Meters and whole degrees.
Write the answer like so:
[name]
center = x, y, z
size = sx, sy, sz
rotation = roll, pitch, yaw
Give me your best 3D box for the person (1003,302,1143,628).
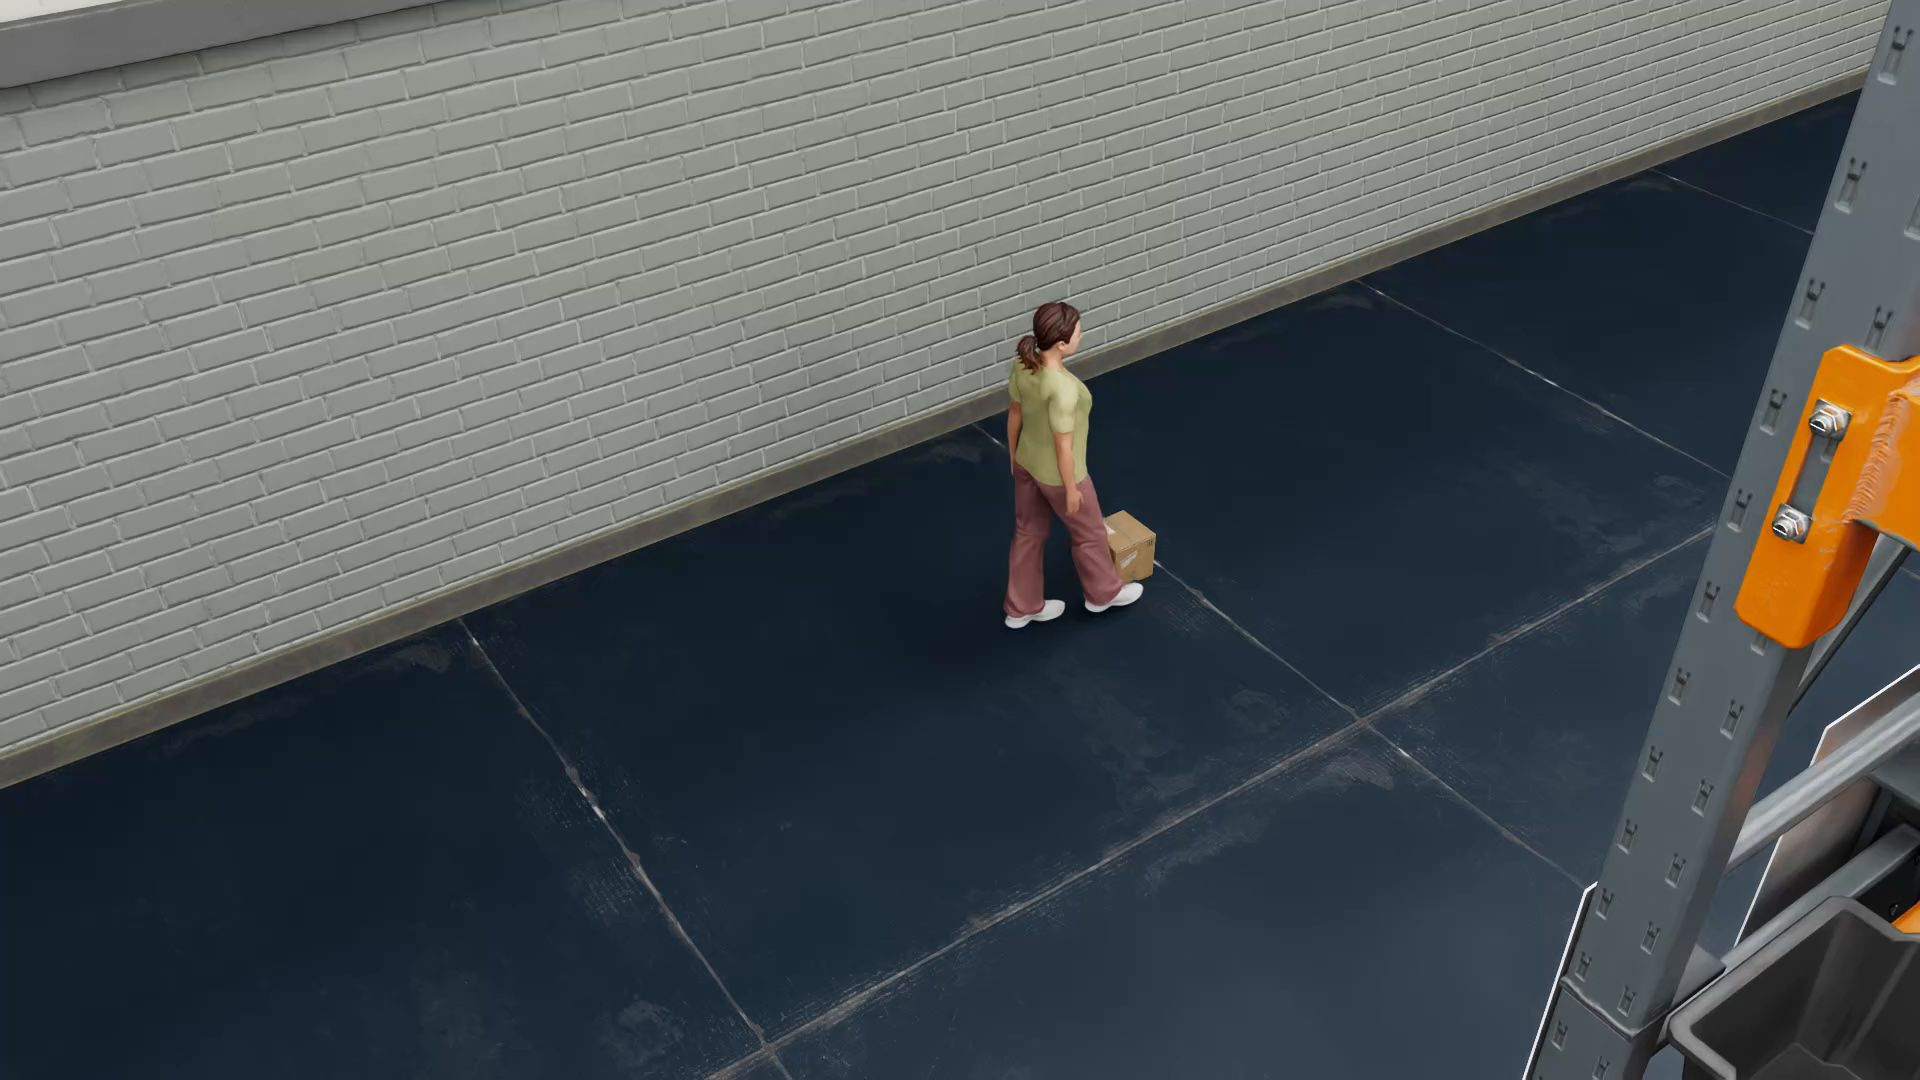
[person]
center = 0.518, -0.354, 7.466
size = 0.686, 1.667, 0.461
rotation = -21, 42, -26
